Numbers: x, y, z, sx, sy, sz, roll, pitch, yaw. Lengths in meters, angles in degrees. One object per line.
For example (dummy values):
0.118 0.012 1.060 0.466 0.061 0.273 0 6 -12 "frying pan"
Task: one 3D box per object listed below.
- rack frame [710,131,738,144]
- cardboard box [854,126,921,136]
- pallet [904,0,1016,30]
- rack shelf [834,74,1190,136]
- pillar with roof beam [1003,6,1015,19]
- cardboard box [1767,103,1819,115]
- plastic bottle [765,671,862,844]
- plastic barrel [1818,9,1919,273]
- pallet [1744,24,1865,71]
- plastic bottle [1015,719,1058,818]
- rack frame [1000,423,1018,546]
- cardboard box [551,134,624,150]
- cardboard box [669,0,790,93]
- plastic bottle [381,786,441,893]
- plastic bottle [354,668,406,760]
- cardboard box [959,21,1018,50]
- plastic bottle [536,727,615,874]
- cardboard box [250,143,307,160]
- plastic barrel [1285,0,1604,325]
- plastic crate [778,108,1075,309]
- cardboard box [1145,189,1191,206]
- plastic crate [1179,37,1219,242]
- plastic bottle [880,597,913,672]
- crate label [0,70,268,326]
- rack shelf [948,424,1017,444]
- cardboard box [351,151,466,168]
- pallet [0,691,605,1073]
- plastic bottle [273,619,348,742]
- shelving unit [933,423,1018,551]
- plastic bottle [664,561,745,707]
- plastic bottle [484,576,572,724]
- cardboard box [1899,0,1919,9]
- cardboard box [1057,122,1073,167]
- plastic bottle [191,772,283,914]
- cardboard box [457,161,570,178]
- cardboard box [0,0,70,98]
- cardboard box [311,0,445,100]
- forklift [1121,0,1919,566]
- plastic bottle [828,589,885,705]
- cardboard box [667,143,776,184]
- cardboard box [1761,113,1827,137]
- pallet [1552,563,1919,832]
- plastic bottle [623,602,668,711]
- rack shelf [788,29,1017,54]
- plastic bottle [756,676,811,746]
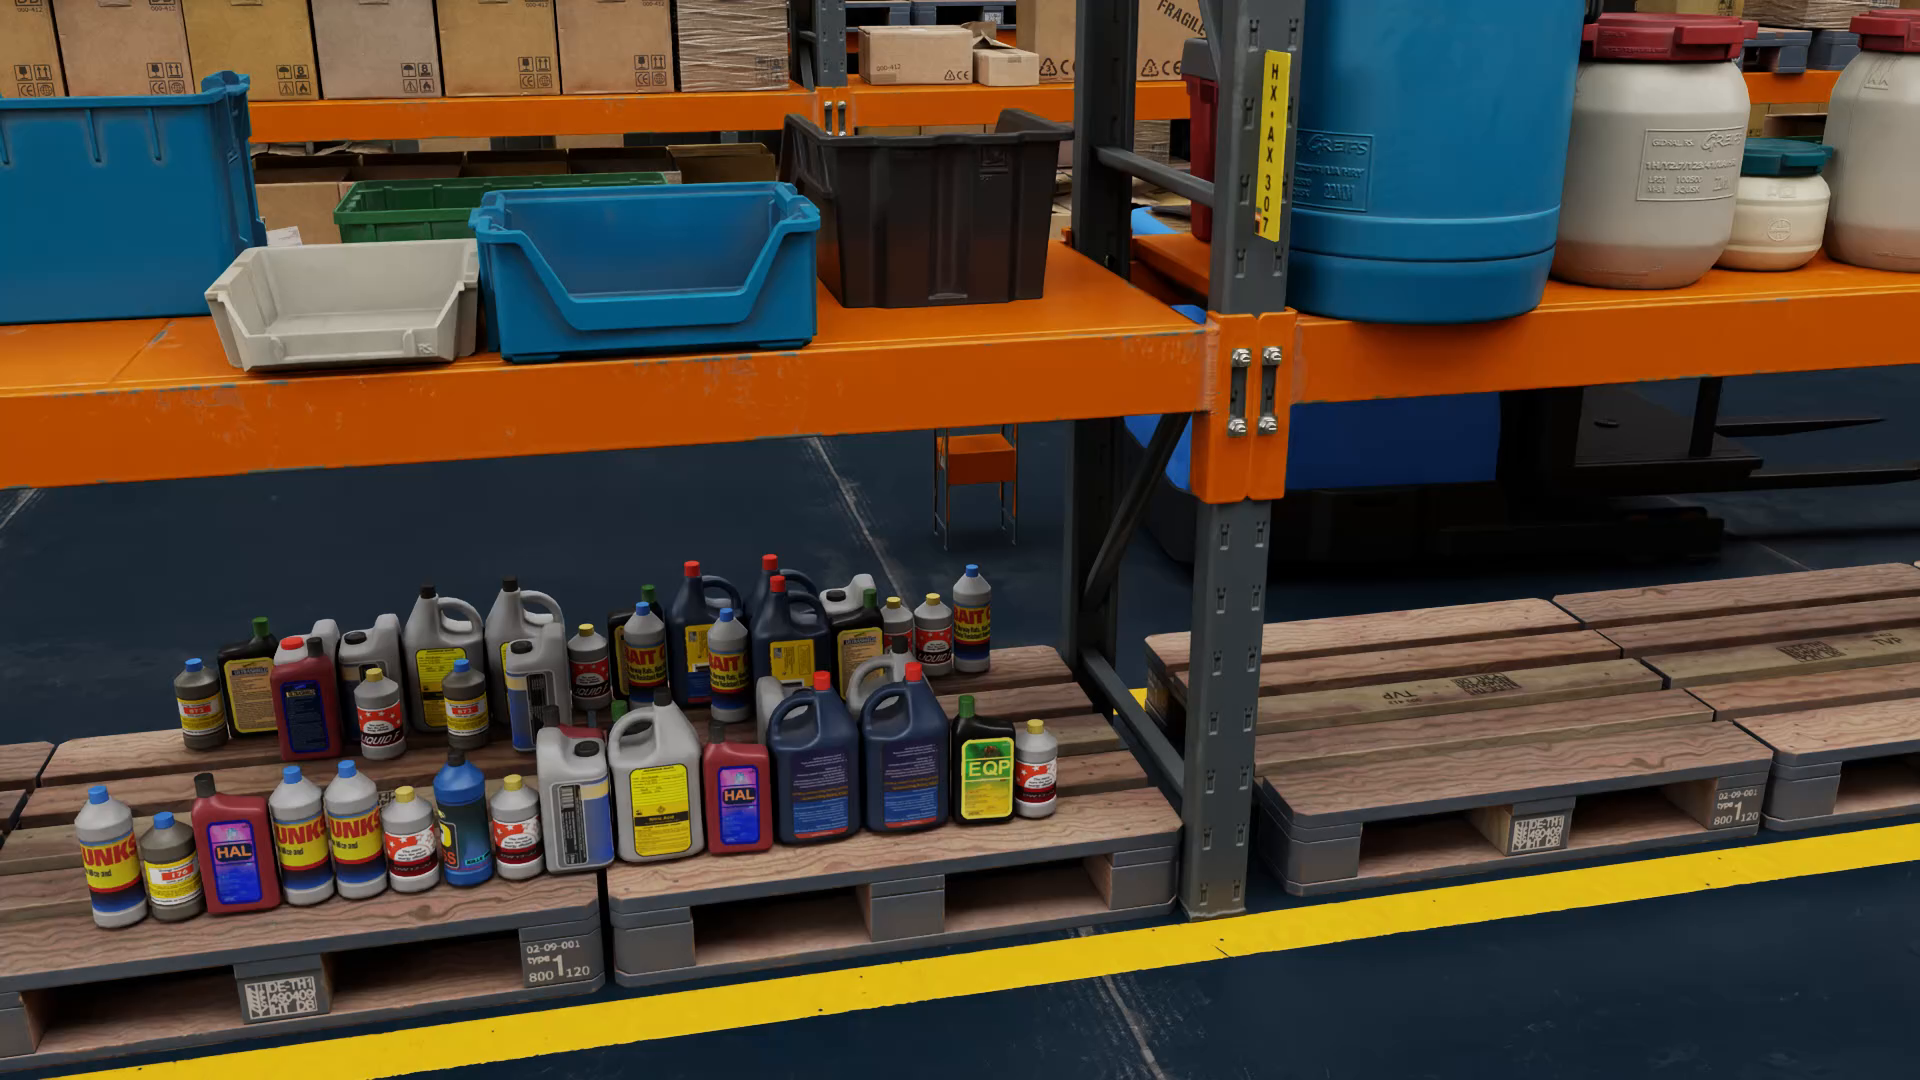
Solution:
-1.838 -4.074 12.576 0.127 3.000 1.000 -5 21 -12 "rack frame"
-0.634 -3.229 13.262 0.500 0.500 0.700 -5 21 -14 "cardboard box"
0.138 -4.130 13.008 1.213 0.211 1.003 -5 21 -12 "pallet"
1.252 -2.237 8.606 4.000 0.370 1.077 -5 21 -12 "rack shelf"
1.581 -5.953 8.984 0.400 9.000 9.100 -5 21 -12 "pillar with roof beam"
7.188 -3.794 14.836 0.500 0.500 0.700 -5 21 -13 "cardboard box"
-0.306 0.442 3.459 0.185 0.351 0.144 -6 21 -15 "plastic bottle"
2.137 -0.882 3.665 0.433 0.535 0.433 0 20 0 "plastic barrel"
5.090 -2.798 9.372 1.213 0.211 1.003 -5 21 -12 "pallet"
0.160 0.482 3.566 0.097 0.201 0.097 0 20 0 "plastic bottle"
0.171 -0.507 5.672 0.008 1.050 0.200 -5 21 -12 "rack frame"
-2.839 -3.012 12.670 0.500 0.500 0.500 -6 21 -17 "cardboard box"
-1.125 -2.426 7.931 0.500 0.500 0.700 -5 21 -14 "cardboard box"
-1.088 0.584 3.289 0.097 0.201 0.097 0 20 0 "plastic bottle"
-1.331 0.392 3.811 0.097 0.201 0.097 0 20 0 "plastic bottle"
0.119 -2.484 8.431 0.258 0.266 0.396 -5 21 -14 "cardboard box"
-0.779 0.514 3.371 0.135 0.276 0.152 -4 21 -11 "plastic bottle"
-5.037 -2.726 12.166 0.500 0.311 0.500 -7 21 -19 "cardboard box"
0.887 -0.923 3.244 0.708 0.901 0.600 -5 21 -12 "plastic barrel"
-0.097 -0.730 3.537 0.504 0.338 0.767 -5 21 -12 "plastic crate"
1.261 -1.657 8.550 0.500 0.311 0.500 -4 21 -11 "cardboard box"
0.842 -0.929 3.896 0.583 0.464 0.402 -5 21 -12 "plastic crate"
-0.167 0.244 4.217 0.097 0.201 0.097 0 20 0 "plastic bottle"
-1.722 -0.694 3.298 0.616 0.435 0.502 -5 21 -12 "crate label"
0.052 -0.487 5.649 0.240 0.259 0.215 -5 21 -12 "rack shelf"
-2.677 -1.623 8.182 0.500 0.500 0.500 -5 21 -12 "cardboard box"
-1.411 0.688 3.629 1.213 0.211 1.003 -5 21 -12 "pallet"
-1.513 0.328 3.879 0.135 0.276 0.152 -4 21 -12 "plastic bottle"
0.052 -0.497 5.646 0.252 1.050 0.215 -5 21 -12 "shelving unit"
-0.623 0.219 4.067 0.185 0.351 0.144 -6 21 -15 "plastic bottle"
-1.037 0.253 3.975 0.185 0.351 0.144 -5 21 -13 "plastic bottle"
5.386 -3.133 9.251 0.500 0.500 0.700 -10 23 -26 "cardboard box"
0.838 -3.347 13.586 0.500 0.500 0.700 -5 21 -13 "cardboard box"
-1.390 0.576 3.190 0.133 0.283 0.061 -4 21 -12 "plastic bottle"
-2.071 -1.488 7.813 0.500 0.500 0.500 -5 21 -12 "cardboard box"
-4.130 -2.179 7.258 0.500 0.500 0.700 -5 21 -12 "cardboard box"
-2.624 -2.303 7.595 0.500 0.500 0.700 -4 21 -11 "cardboard box"
2.129 -1.473 5.574 3.031 2.935 1.130 -3 20 -7 "forklift"
-0.253 0.260 4.054 0.133 0.283 0.061 -5 21 -12 "plastic bottle"
-1.218 -1.743 8.508 0.500 0.500 0.500 -5 21 -12 "cardboard box"
5.103 -2.359 9.797 0.500 0.250 0.500 -5 21 -14 "cardboard box"
2.387 0.378 4.475 1.213 0.211 1.003 -5 21 -12 "pallet"
-0.758 0.281 4.015 0.097 0.271 0.097 0 20 0 "plastic bottle"
0.108 -3.895 13.132 4.000 0.370 1.077 -5 21 -12 "rack shelf"
-0.364 0.429 3.602 0.135 0.276 0.152 -5 21 -12 "plastic bottle"
